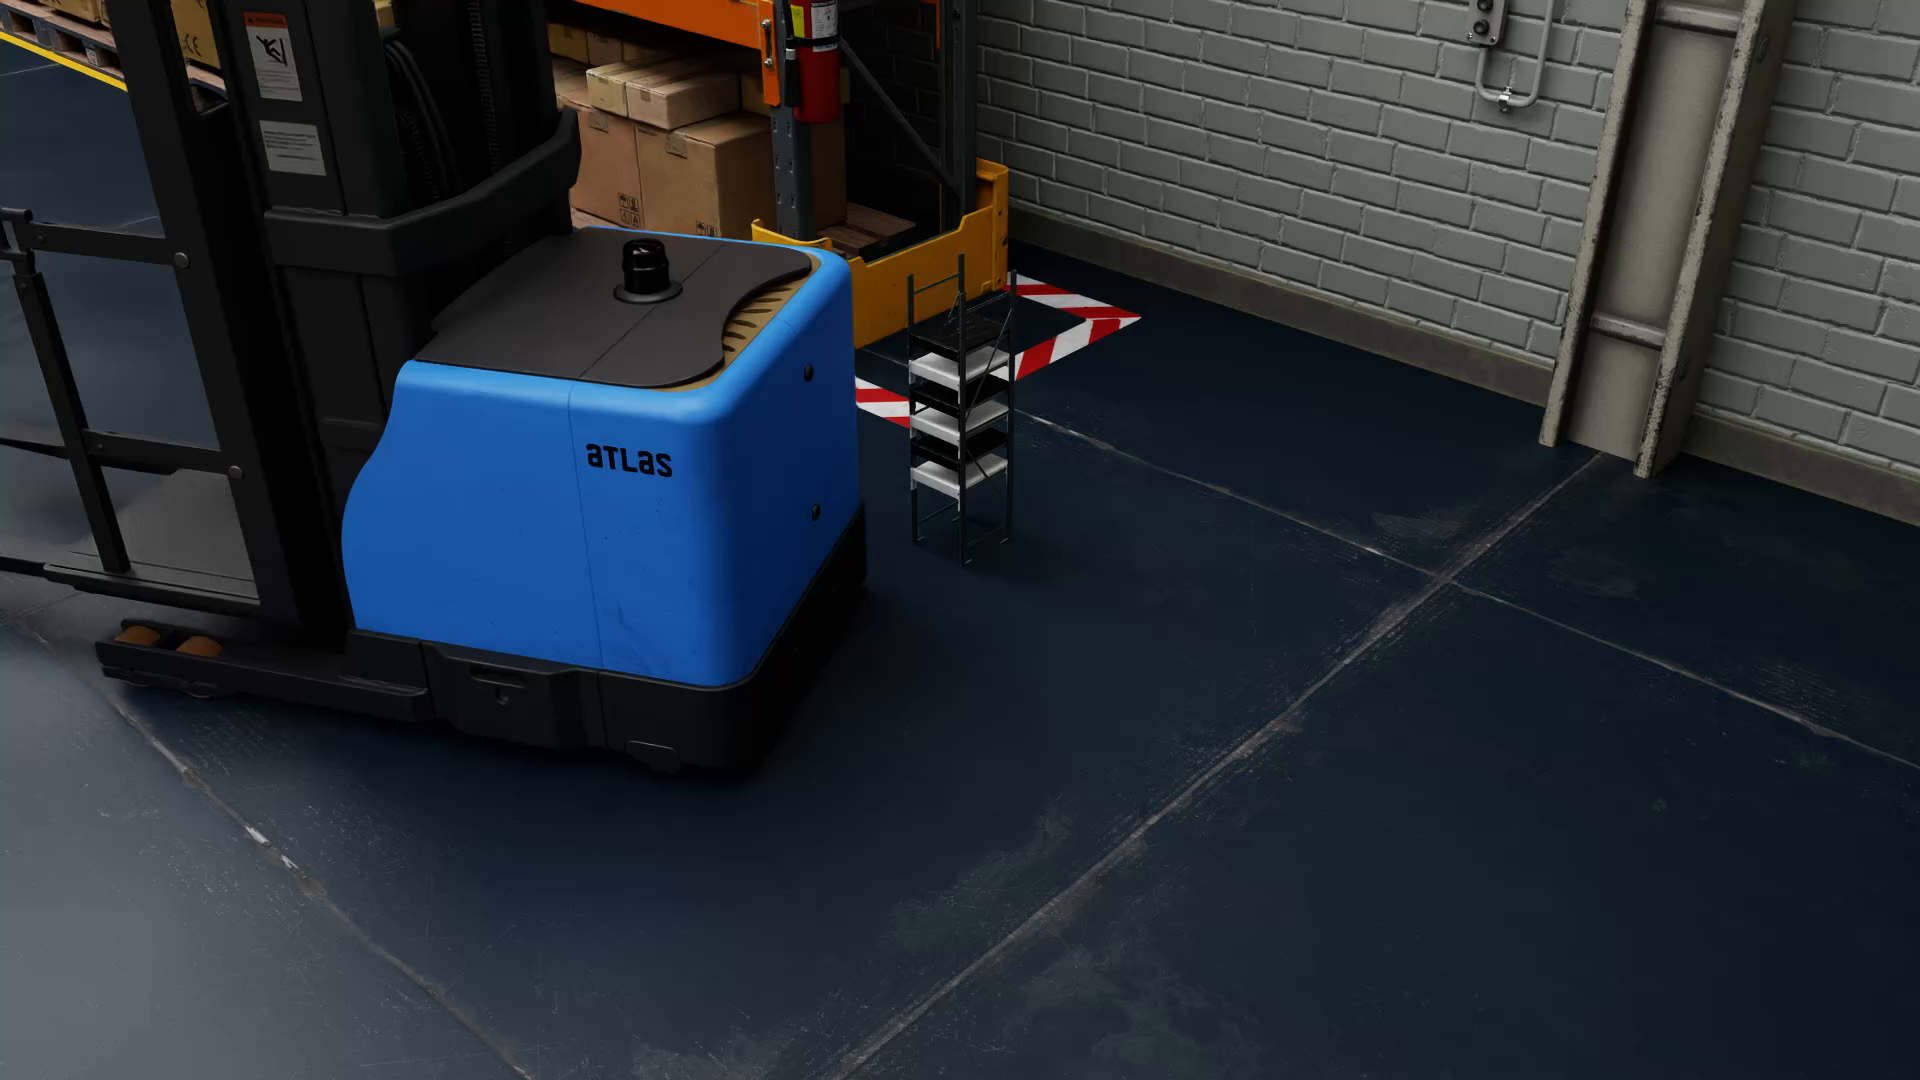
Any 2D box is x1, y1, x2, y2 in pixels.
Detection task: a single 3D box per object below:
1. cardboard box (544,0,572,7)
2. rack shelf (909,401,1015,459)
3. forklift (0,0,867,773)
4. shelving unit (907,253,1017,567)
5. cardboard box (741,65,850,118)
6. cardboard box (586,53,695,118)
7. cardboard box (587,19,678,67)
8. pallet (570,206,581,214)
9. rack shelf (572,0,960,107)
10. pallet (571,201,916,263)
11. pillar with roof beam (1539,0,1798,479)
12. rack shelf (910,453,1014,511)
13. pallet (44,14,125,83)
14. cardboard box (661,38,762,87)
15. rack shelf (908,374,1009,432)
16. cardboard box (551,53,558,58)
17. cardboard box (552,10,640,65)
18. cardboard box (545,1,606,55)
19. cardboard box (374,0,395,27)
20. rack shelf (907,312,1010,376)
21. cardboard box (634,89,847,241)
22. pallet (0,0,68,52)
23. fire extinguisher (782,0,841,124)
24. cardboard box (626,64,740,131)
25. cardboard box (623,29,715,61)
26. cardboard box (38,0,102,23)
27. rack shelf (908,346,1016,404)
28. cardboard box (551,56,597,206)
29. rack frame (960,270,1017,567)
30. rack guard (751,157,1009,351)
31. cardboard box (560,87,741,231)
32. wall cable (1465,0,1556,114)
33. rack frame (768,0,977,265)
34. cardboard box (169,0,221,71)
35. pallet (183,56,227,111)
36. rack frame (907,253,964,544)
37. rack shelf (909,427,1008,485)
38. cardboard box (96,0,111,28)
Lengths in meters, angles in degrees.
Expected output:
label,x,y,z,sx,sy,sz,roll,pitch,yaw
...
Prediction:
label,x,y,z,sx,sy,sz,roll,pitch,yaw
cardboard box,-1.990,-2.460,7.815,0.250,0.149,0.380,25,39,36
rack shelf,0.006,-0.354,5.030,0.200,0.077,0.258,25,39,35
forklift,-1.852,-1.078,4.198,3.031,2.935,1.130,8,32,13
shelving unit,0.006,-0.383,5.013,0.210,0.900,0.258,25,39,35
cardboard box,-0.670,-1.845,6.793,0.250,0.149,0.380,25,39,35
cardboard box,-1.304,-1.874,6.843,0.250,0.149,0.380,26,40,36
cardboard box,-1.420,-2.194,7.374,0.250,0.149,0.380,26,39,36
pallet,-1.856,-1.695,7.861,1.213,0.211,1.003,25,39,35
rack shelf,-1.793,-2.604,7.365,4.000,0.370,1.077,25,39,35
pallet,-0.956,-1.273,7.159,1.213,0.211,1.003,25,39,35
pillar with roof beam,-0.617,-2.541,0.746,0.400,9.000,9.100,25,39,35
rack shelf,0.006,-0.200,5.123,0.200,0.077,0.258,25,39,35
pallet,-4.808,-3.071,10.146,1.213,0.211,1.003,25,39,35
cardboard box,-1.046,-2.020,7.084,0.250,0.149,0.380,25,39,35
rack shelf,0.006,-0.431,4.984,0.200,0.077,0.258,25,39,35
cardboard box,-2.041,-2.062,7.784,0.500,0.500,0.700,26,40,36
cardboard box,-1.611,-2.283,7.521,0.250,0.149,0.380,25,39,36
cardboard box,-1.798,-2.371,7.667,0.250,0.149,0.380,24,39,34
cardboard box,-2.659,-2.505,7.891,0.250,0.149,0.380,27,40,37
rack shelf,0.006,-0.585,4.891,0.200,0.077,0.258,25,39,35
cardboard box,-0.896,-1.534,6.905,0.500,0.500,0.700,25,39,35
pallet,-5.708,-3.493,10.847,1.213,0.211,1.003,25,39,35
fire extinguisher,-0.508,-1.799,5.766,0.183,0.674,0.296,25,39,35
cardboard box,-1.114,-1.786,6.696,0.250,0.149,0.380,25,39,35
cardboard box,-1.231,-2.106,7.228,0.250,0.149,0.380,25,39,35
cardboard box,-5.139,-3.638,10.062,0.750,0.750,0.750,25,39,35
rack shelf,0.006,-0.508,4.938,0.200,0.077,0.258,25,39,35
cardboard box,-1.641,-1.880,7.482,0.500,0.500,0.700,24,38,34
rack frame,0.081,-0.348,4.955,0.006,0.900,0.240,25,39,35
rack guard,-0.293,-1.141,6.661,0.348,0.500,1.175,25,39,35
cardboard box,-1.268,-1.707,7.193,0.500,0.500,0.700,25,39,35
wall cable,1.274,-2.574,5.633,1.851,1.984,0.084,25,39,35
rack frame,-0.310,-2.220,6.030,0.127,3.000,1.000,25,39,35
cardboard box,-3.845,-3.039,9.067,0.750,0.750,0.750,26,39,36
pallet,-3.899,-2.648,9.445,1.213,0.211,1.003,25,39,35
rack frame,-0.069,-0.418,5.072,0.006,0.900,0.240,25,39,35
rack shelf,0.006,-0.277,5.077,0.200,0.077,0.258,25,39,35
cardboard box,-4.506,-3.346,9.576,0.750,0.750,0.750,26,40,36
